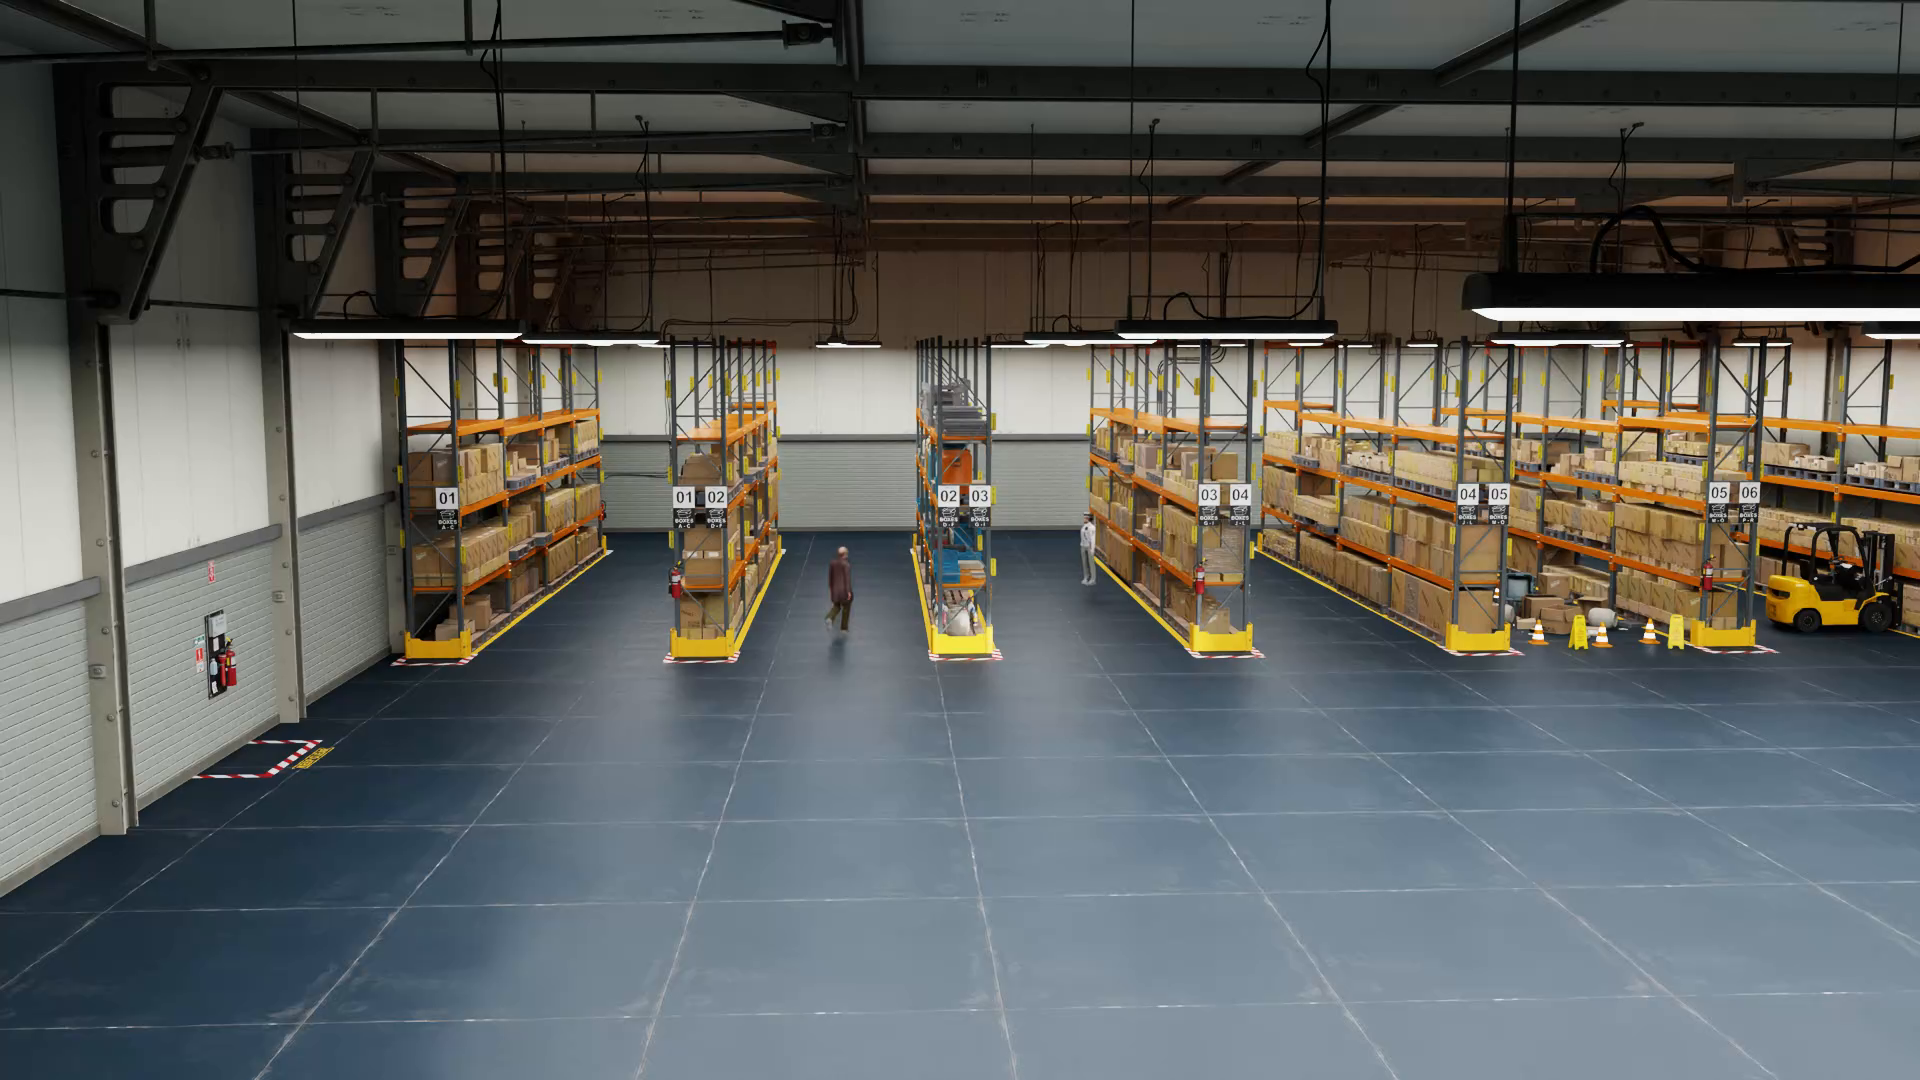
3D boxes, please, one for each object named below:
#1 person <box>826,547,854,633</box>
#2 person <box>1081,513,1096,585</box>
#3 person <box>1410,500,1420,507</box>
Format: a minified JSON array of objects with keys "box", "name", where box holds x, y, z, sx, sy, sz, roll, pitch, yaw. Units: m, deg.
[{"box":[-2.441,1.031,33.581,0.586,1.746,0.779,4,7,30],"name":"person"},{"box":[2.971,0.197,38.799,0.392,1.673,0.491,-5,8,-39],"name":"person"},{"box":[12.522,-0.283,45.766,0.396,1.669,0.527,3,7,23],"name":"person"}]
